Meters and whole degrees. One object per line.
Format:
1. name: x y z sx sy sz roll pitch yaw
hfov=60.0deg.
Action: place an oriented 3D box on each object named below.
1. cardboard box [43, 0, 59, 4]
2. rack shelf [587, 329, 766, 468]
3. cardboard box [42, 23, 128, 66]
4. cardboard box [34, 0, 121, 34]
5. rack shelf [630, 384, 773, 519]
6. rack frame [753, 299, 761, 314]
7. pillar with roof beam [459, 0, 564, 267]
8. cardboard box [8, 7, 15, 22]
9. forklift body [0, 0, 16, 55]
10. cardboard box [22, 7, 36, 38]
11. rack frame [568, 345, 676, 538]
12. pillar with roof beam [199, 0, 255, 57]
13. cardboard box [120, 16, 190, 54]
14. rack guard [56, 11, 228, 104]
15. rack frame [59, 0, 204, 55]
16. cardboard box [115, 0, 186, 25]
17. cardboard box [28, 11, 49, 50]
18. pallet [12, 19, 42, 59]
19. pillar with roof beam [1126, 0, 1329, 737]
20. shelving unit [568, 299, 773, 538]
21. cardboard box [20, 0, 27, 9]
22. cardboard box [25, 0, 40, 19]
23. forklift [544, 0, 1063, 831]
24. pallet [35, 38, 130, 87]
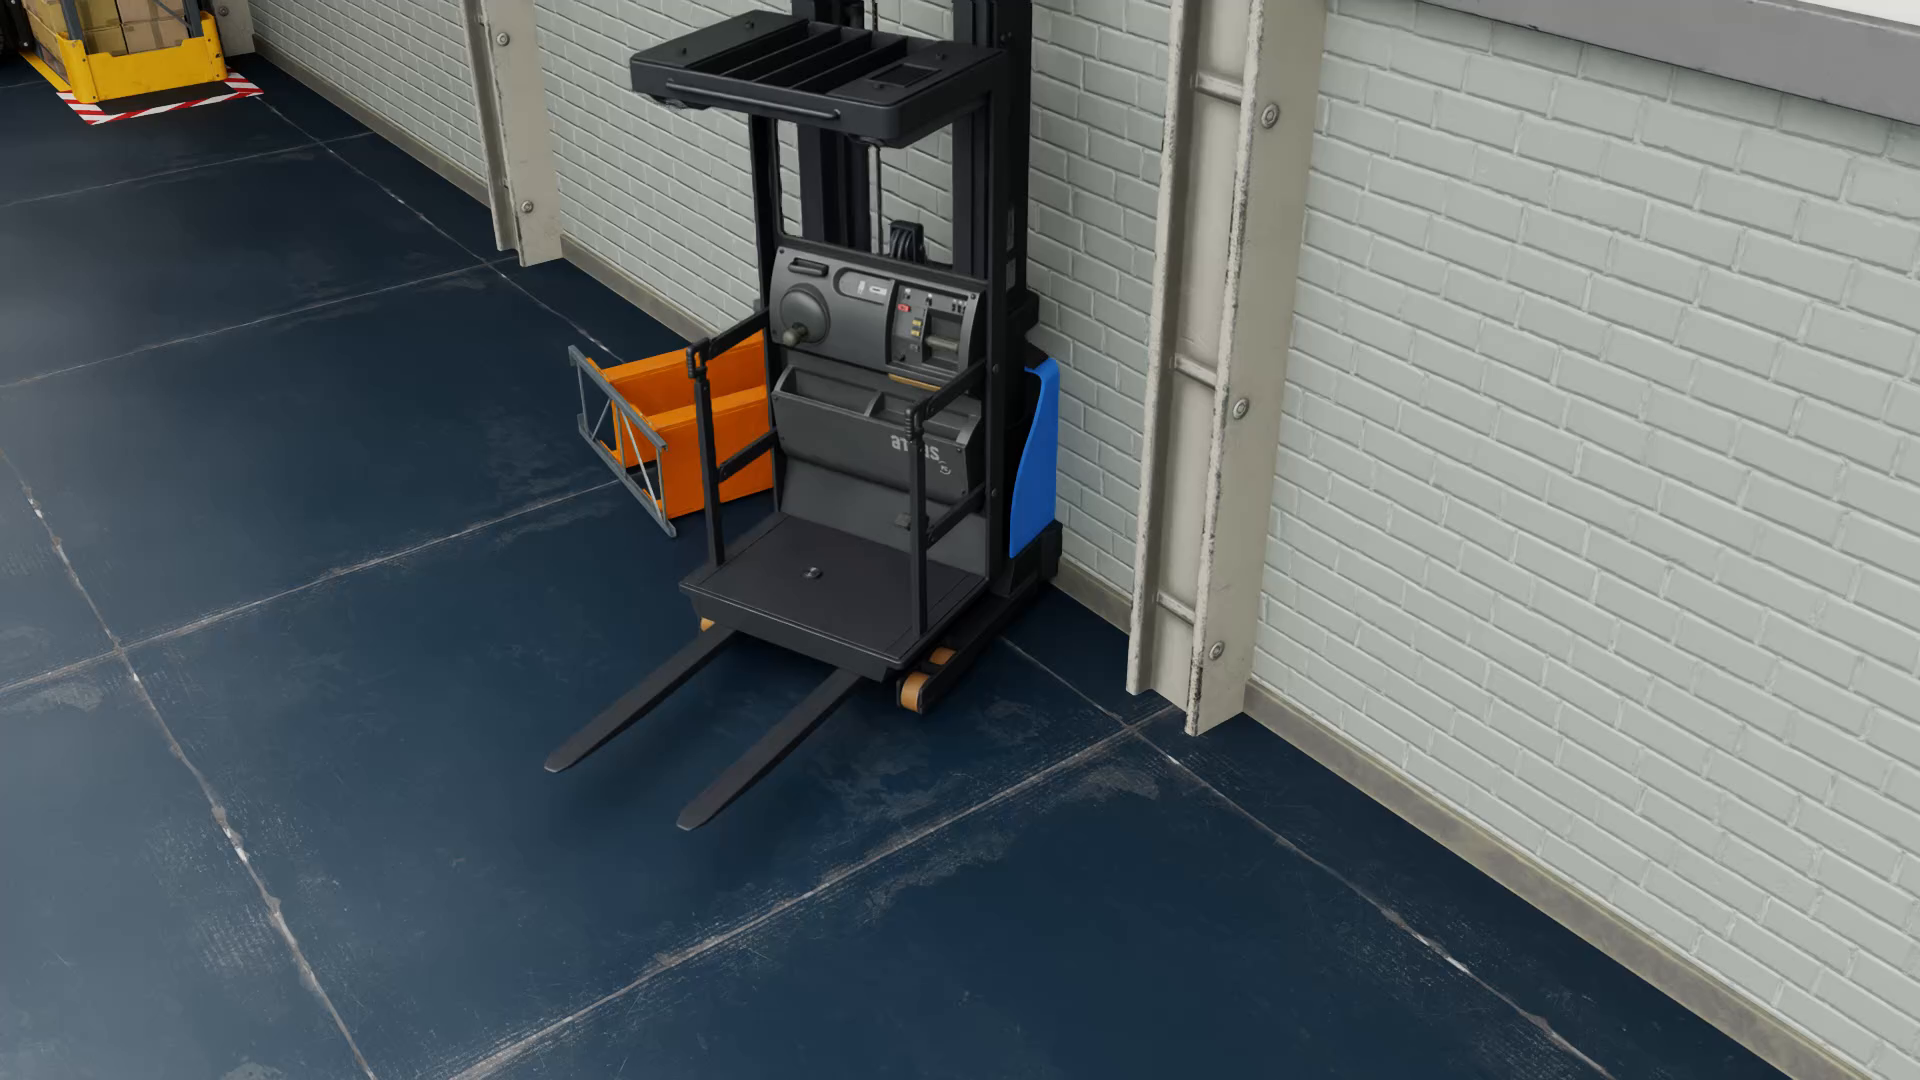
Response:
1. cardboard box: -7.258 -4.580 13.542 0.500 0.250 0.500 -21 37 -30
2. rack shelf: -1.333 -0.753 8.393 1.000 0.538 0.278 -19 39 -27
3. cardboard box: -7.267 -4.158 13.810 0.500 0.250 0.500 -22 38 -31
4. cardboard box: -7.274 -4.378 13.691 0.500 0.250 0.500 -23 38 -32
5. rack shelf: -1.045 -0.497 8.018 1.000 0.538 0.278 -19 39 -27
6. rack frame: -0.772 -0.784 8.451 0.032 0.500 1.125 -19 39 -27
7. pillar with roof beam: -6.165 -4.291 6.129 9.100 9.000 0.400 -22 38 -31
8. cardboard box: -8.200 -4.789 14.826 0.500 0.250 0.500 -21 38 -30
9. forklift body: -9.333 -4.893 13.590 2.313 2.155 1.214 -22 38 -31
10. cardboard box: -7.864 -4.580 14.489 0.500 0.250 0.500 -22 38 -31
11. rack frame: -1.632 -0.489 7.994 0.032 0.500 1.125 -19 39 -27
12. pillar with roof beam: -9.845 -6.791 10.156 9.100 9.000 0.400 -22 38 -31
13. cardboard box: -6.876 -4.332 14.090 0.500 0.250 0.500 -22 38 -31
14. rack guard: -6.714 -3.982 13.688 1.175 0.500 0.348 -22 38 -31
15. rack frame: -6.729 -5.054 13.044 1.000 3.000 0.127 -22 38 -31
16. cardboard box: -6.853 -4.540 13.951 0.500 0.250 0.500 -21 38 -31
17. cardboard box: -7.564 -4.368 14.148 0.500 0.250 0.500 -22 38 -31
18. pallet: -7.975 -4.683 15.089 1.003 0.211 1.213 -22 38 -31
19. pillar with roof beam: -2.486 -1.790 2.103 9.100 9.000 0.400 -22 38 -31
20. shelving unit: -1.202 -0.637 8.222 1.048 0.538 1.125 -19 39 -27
21. cardboard box: -7.907 -4.799 14.368 0.500 0.250 0.500 -23 39 -32
22. cardboard box: -7.573 -4.591 14.033 0.500 0.250 0.500 -23 38 -32
23. forklift: -0.448 -0.833 6.313 1.130 2.935 3.031 17 36 26
24. pallet: -7.231 -4.175 14.271 1.003 0.211 1.213 -22 38 -31
